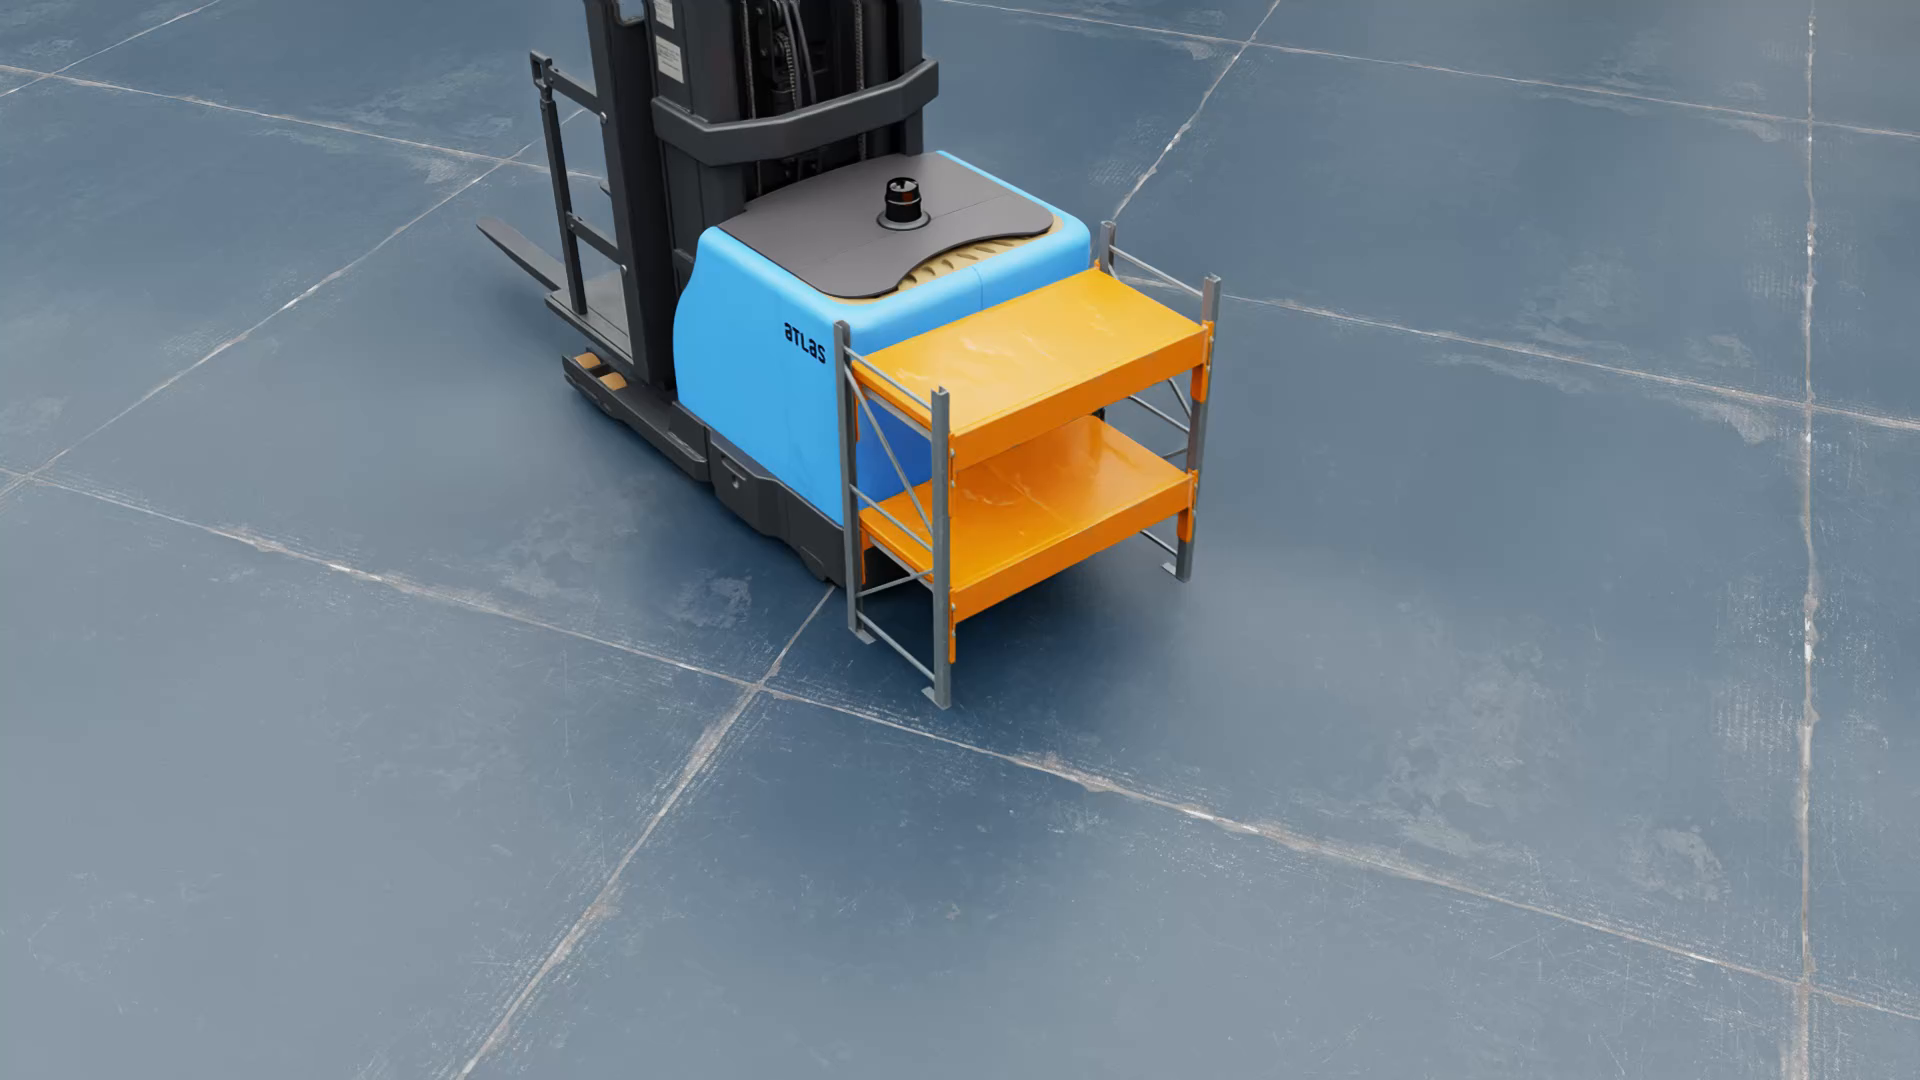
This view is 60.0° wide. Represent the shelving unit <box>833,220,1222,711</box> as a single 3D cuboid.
[{"bbox_3d":[0.206,-0.242,5.134,1.048,1.125,0.538,-25,44,-30],"label":"shelving unit"}]

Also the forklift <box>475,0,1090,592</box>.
[{"bbox_3d":[-0.891,-1.819,5.735,1.130,2.935,3.031,-26,44,-31],"label":"forklift"}]

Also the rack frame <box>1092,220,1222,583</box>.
[{"bbox_3d":[0.606,-0.430,5.386,0.032,1.125,0.500,-25,44,-30],"label":"rack frame"}]

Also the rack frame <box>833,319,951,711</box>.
[{"bbox_3d":[-0.193,-0.054,4.882,0.032,1.125,0.500,-25,44,-30],"label":"rack frame"}]

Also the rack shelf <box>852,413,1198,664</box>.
[{"bbox_3d":[0.206,-0.046,5.280,1.000,0.278,0.538,-25,44,-30],"label":"rack shelf"}]

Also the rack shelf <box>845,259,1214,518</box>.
[{"bbox_3d":[0.206,-0.476,4.959,1.000,0.278,0.538,-25,44,-30],"label":"rack shelf"}]
